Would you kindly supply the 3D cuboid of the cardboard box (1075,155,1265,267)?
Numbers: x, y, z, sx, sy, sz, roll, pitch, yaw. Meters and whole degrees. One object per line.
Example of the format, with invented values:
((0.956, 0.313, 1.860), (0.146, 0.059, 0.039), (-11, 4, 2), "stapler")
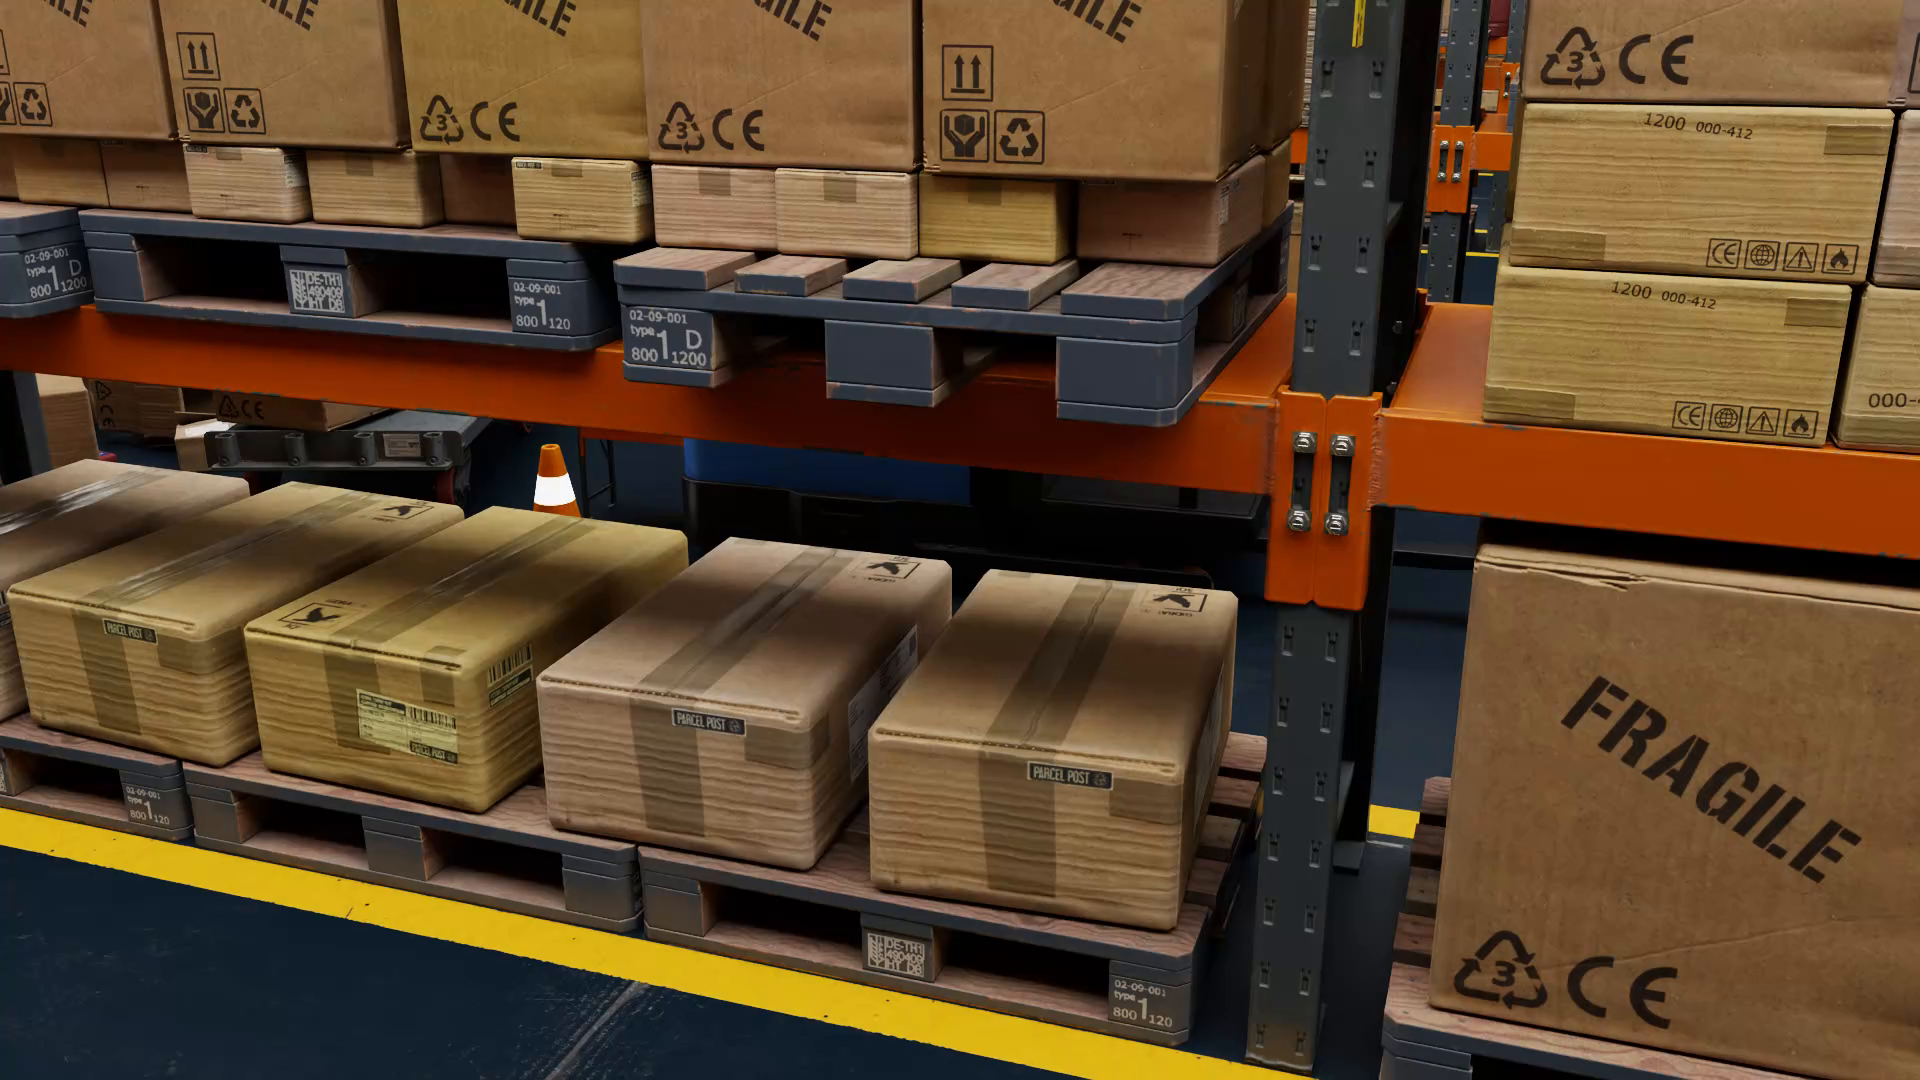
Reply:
((0.384, -0.602, 2.991), (0.250, 0.149, 0.380), (7, 21, 20), "cardboard box")

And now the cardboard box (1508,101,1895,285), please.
((1.168, -0.594, 2.692), (0.500, 0.250, 0.500), (6, 20, 18), "cardboard box")

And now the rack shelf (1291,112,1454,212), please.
((0.410, -1.987, 8.312), (4.000, 0.370, 1.077), (7, 20, 18), "rack shelf")

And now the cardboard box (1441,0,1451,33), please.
((3.500, -3.933, 12.012), (0.500, 0.500, 0.500), (4, 20, 11), "cardboard box")

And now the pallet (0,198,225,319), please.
((-2.334, -0.774, 4.031), (1.213, 0.211, 1.003), (7, 20, 18), "pallet")

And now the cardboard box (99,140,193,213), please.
((-1.601, -0.810, 3.585), (0.250, 0.149, 0.380), (7, 20, 18), "cardboard box")

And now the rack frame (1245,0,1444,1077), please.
((0.771, -0.560, 3.127), (0.127, 3.000, 1.000), (7, 20, 18), "rack frame")

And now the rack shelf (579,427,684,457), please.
((-1.142, -0.395, 6.195), (0.480, 0.148, 0.258), (6, 20, 16), "rack shelf")

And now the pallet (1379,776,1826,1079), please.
((1.491, 0.865, 3.274), (1.213, 0.211, 1.003), (7, 20, 18), "pallet")

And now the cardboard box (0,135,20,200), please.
((-2.064, -0.878, 3.781), (0.250, 0.149, 0.380), (8, 21, 22), "cardboard box")

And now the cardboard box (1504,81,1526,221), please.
((1.312, -0.752, 3.146), (0.500, 0.250, 0.500), (6, 20, 18), "cardboard box")

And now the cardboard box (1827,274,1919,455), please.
((1.641, -0.309, 2.632), (0.500, 0.250, 0.500), (6, 20, 16), "cardboard box")

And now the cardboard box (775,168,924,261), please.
((-0.146, -0.622, 3.047), (0.250, 0.149, 0.380), (6, 20, 18), "cardboard box")

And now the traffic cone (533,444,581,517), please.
((-1.377, -0.096, 5.648), (0.334, 0.463, 0.336), (7, 20, 18), "traffic cone")

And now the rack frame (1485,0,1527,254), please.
((4.023, -3.642, 11.966), (0.127, 3.000, 1.000), (7, 20, 18), "rack frame")

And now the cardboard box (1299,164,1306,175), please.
((2.855, -2.791, 12.656), (0.500, 0.500, 0.700), (5, 20, 14), "cardboard box")

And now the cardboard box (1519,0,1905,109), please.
((1.156, -0.950, 2.575), (0.500, 0.500, 0.500), (6, 20, 16), "cardboard box")

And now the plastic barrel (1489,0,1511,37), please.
((5.110, -5.202, 16.235), (0.708, 0.536, 0.600), (7, 20, 18), "plastic barrel")

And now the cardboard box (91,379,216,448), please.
((-3.410, -0.809, 7.426), (0.503, 0.637, 0.797), (7, 20, 18), "cardboard box")

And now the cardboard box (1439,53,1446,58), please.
((7.754, -7.443, 26.000), (0.500, 0.500, 0.700), (6, 20, 18), "cardboard box")

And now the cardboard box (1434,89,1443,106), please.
((6.212, -5.657, 21.287), (0.500, 0.250, 0.500), (6, 20, 17), "cardboard box")

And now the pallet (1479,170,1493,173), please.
((4.929, -3.961, 17.118), (1.213, 0.211, 1.003), (7, 20, 18), "pallet")

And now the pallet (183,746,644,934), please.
((-1.116, 0.539, 4.209), (1.213, 0.211, 1.003), (7, 20, 18), "pallet")

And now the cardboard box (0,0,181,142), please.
((-1.723, -1.127, 3.511), (0.500, 0.500, 0.500), (6, 20, 18), "cardboard box")

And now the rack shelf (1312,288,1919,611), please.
((2.660, -0.005, 2.625), (4.000, 0.370, 1.077), (7, 20, 18), "rack shelf")

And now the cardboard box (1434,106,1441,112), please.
((3.380, -3.086, 12.363), (0.500, 0.250, 0.500), (7, 21, 20), "cardboard box")

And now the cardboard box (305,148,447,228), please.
((-1.106, -0.745, 3.400), (0.250, 0.149, 0.380), (6, 20, 16), "cardboard box")

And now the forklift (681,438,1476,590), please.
((0.605, -1.327, 5.431), (3.031, 2.935, 1.130), (5, 20, 15), "forklift")

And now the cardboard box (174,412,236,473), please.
((-3.073, -0.457, 6.983), (0.396, 0.266, 0.258), (-7, 20, -20), "cardboard box")

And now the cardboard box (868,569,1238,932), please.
((0.240, 0.418, 3.674), (0.625, 0.372, 0.950), (5, 20, 14), "cardboard box")

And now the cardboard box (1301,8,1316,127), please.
((1.786, -2.123, 7.457), (0.500, 0.500, 0.500), (7, 20, 18), "cardboard box")

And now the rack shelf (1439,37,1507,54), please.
((3.759, -5.058, 17.122), (4.000, 0.370, 1.077), (7, 20, 18), "rack shelf")

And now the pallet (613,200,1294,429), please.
((0.062, -0.514, 3.284), (1.003, 0.211, 1.213), (7, 20, 18), "pallet")

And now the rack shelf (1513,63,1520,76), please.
((5.912, -3.086, 11.465), (4.000, 0.370, 1.077), (7, 20, 18), "rack shelf")

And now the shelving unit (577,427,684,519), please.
((-1.142, -0.646, 6.107), (0.503, 1.200, 0.258), (6, 20, 16), "shelving unit")

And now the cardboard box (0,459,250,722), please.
((-2.512, 0.106, 4.569), (0.625, 0.372, 0.950), (7, 20, 19), "cardboard box")

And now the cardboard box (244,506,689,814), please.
((-1.174, 0.257, 4.136), (0.625, 0.372, 0.950), (7, 20, 20), "cardboard box")

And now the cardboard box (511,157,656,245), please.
((-0.646, -0.677, 3.205), (0.250, 0.149, 0.380), (7, 20, 19), "cardboard box")

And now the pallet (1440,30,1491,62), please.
((3.315, -3.595, 12.124), (1.003, 0.211, 1.213), (7, 20, 18), "pallet")

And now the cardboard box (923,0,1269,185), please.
((0.250, -0.909, 2.885), (0.500, 0.500, 0.500), (6, 20, 16), "cardboard box")

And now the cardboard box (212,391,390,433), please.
((-2.452, -0.726, 6.250), (0.500, 0.500, 0.500), (7, 20, 18), "cardboard box")

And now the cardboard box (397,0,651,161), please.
((-0.719, -1.016, 3.191), (0.500, 0.500, 0.500), (5, 20, 14), "cardboard box")
